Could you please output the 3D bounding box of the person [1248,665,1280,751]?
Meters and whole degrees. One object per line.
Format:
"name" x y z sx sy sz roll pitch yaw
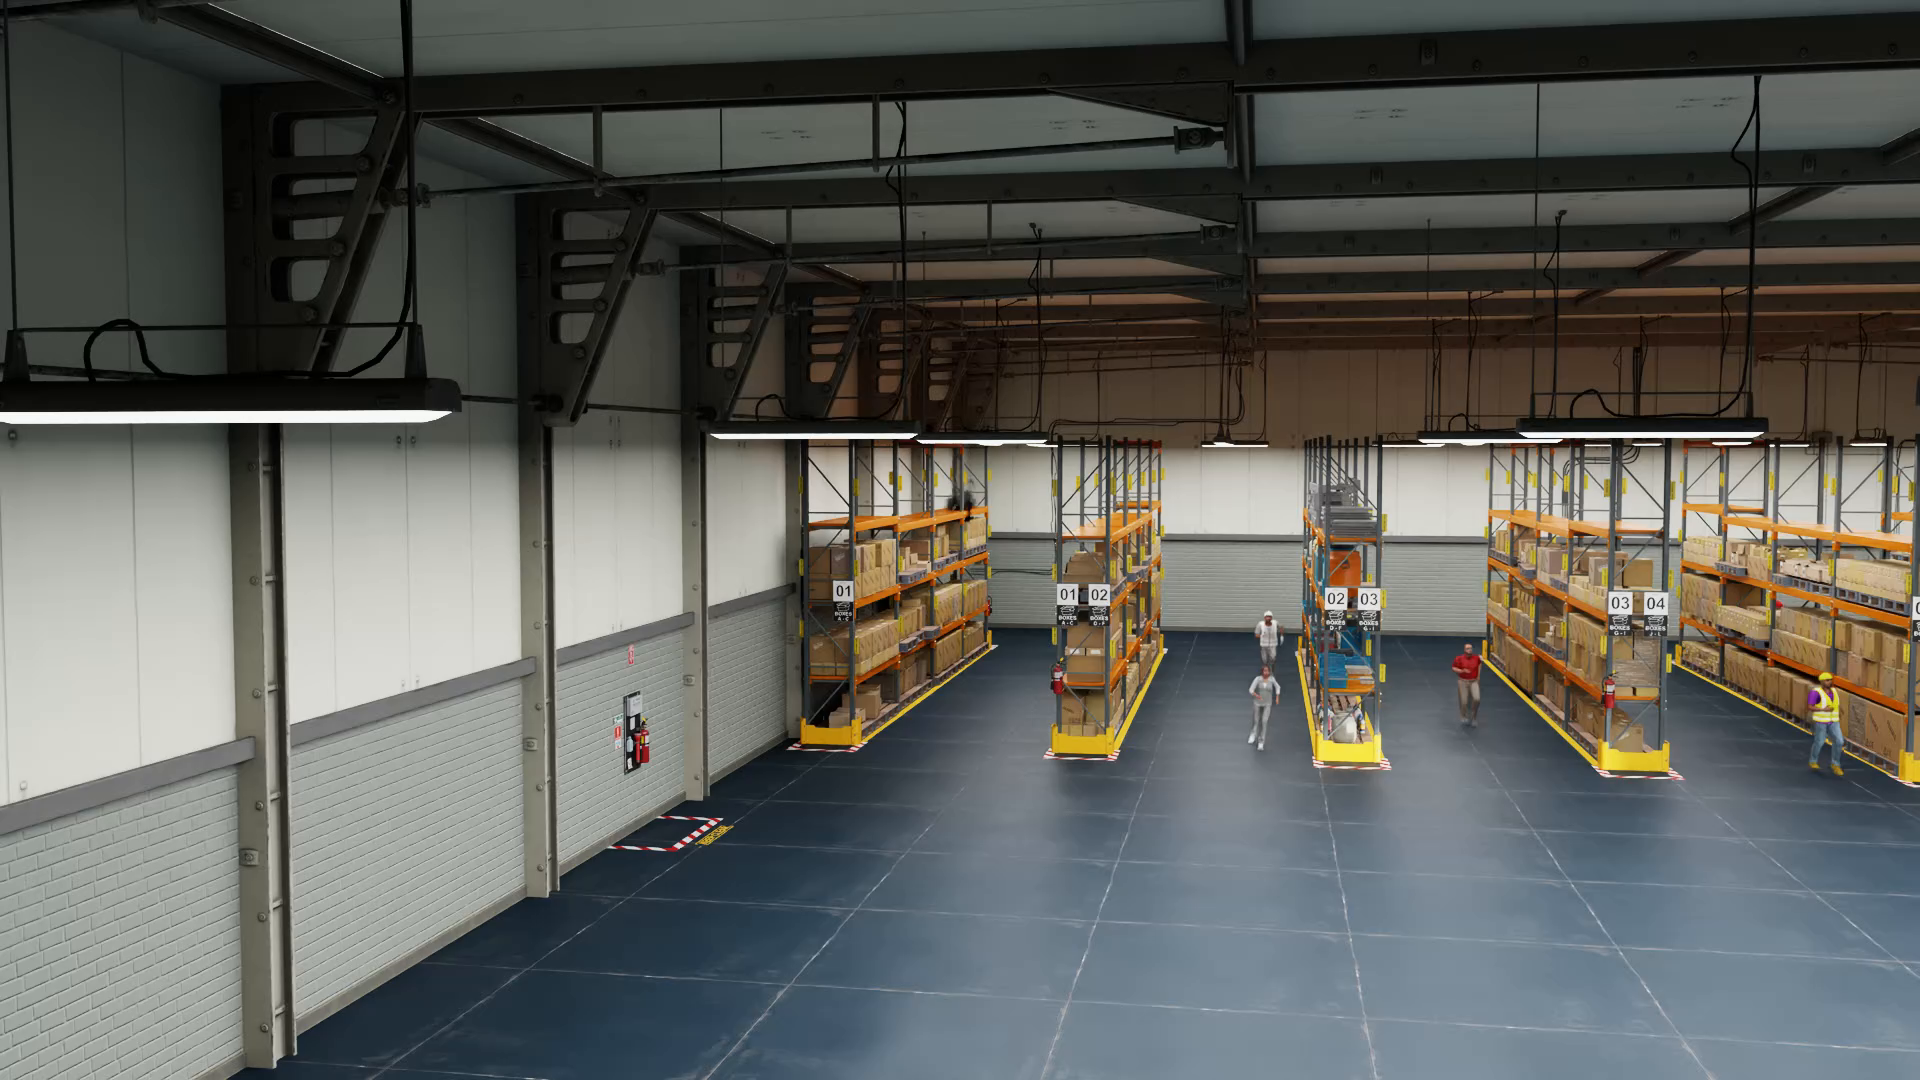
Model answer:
"person" 5.838 3.209 31.932 0.596 1.629 0.722 1 3 11

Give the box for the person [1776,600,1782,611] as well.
"person" 21.267 2.456 43.259 0.675 1.766 1.019 0 3 3

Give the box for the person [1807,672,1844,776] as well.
"person" 15.308 3.247 29.423 0.710 1.825 0.703 0 3 -5

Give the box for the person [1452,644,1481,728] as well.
"person" 10.520 3.017 34.490 0.641 1.759 0.790 0 3 5

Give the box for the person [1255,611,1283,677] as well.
"person" 7.588 2.629 40.845 0.714 1.792 0.843 0 3 7
